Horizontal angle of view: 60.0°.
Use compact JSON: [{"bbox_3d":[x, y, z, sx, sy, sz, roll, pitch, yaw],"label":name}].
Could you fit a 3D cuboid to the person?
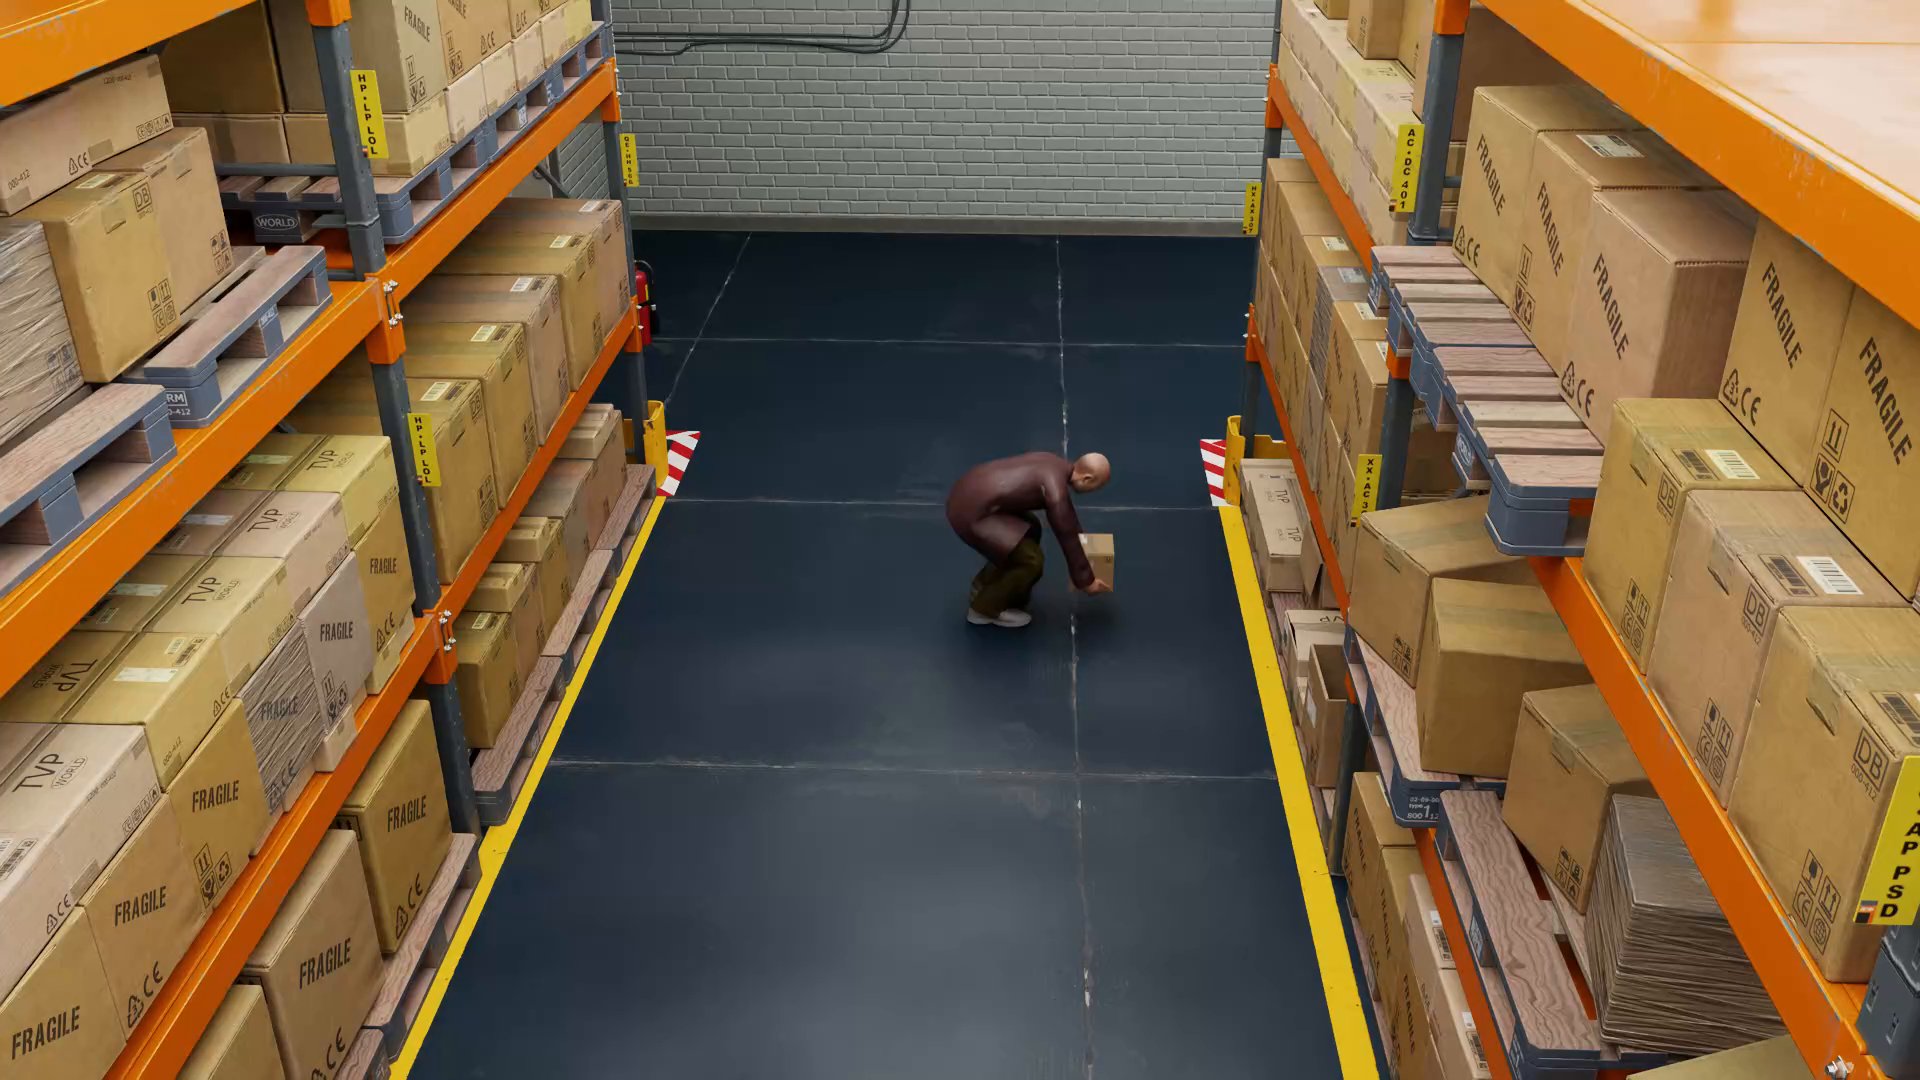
[{"bbox_3d":[0.393,-0.027,9.522,0.952,1.004,0.594,0,28,0],"label":"person"}]
